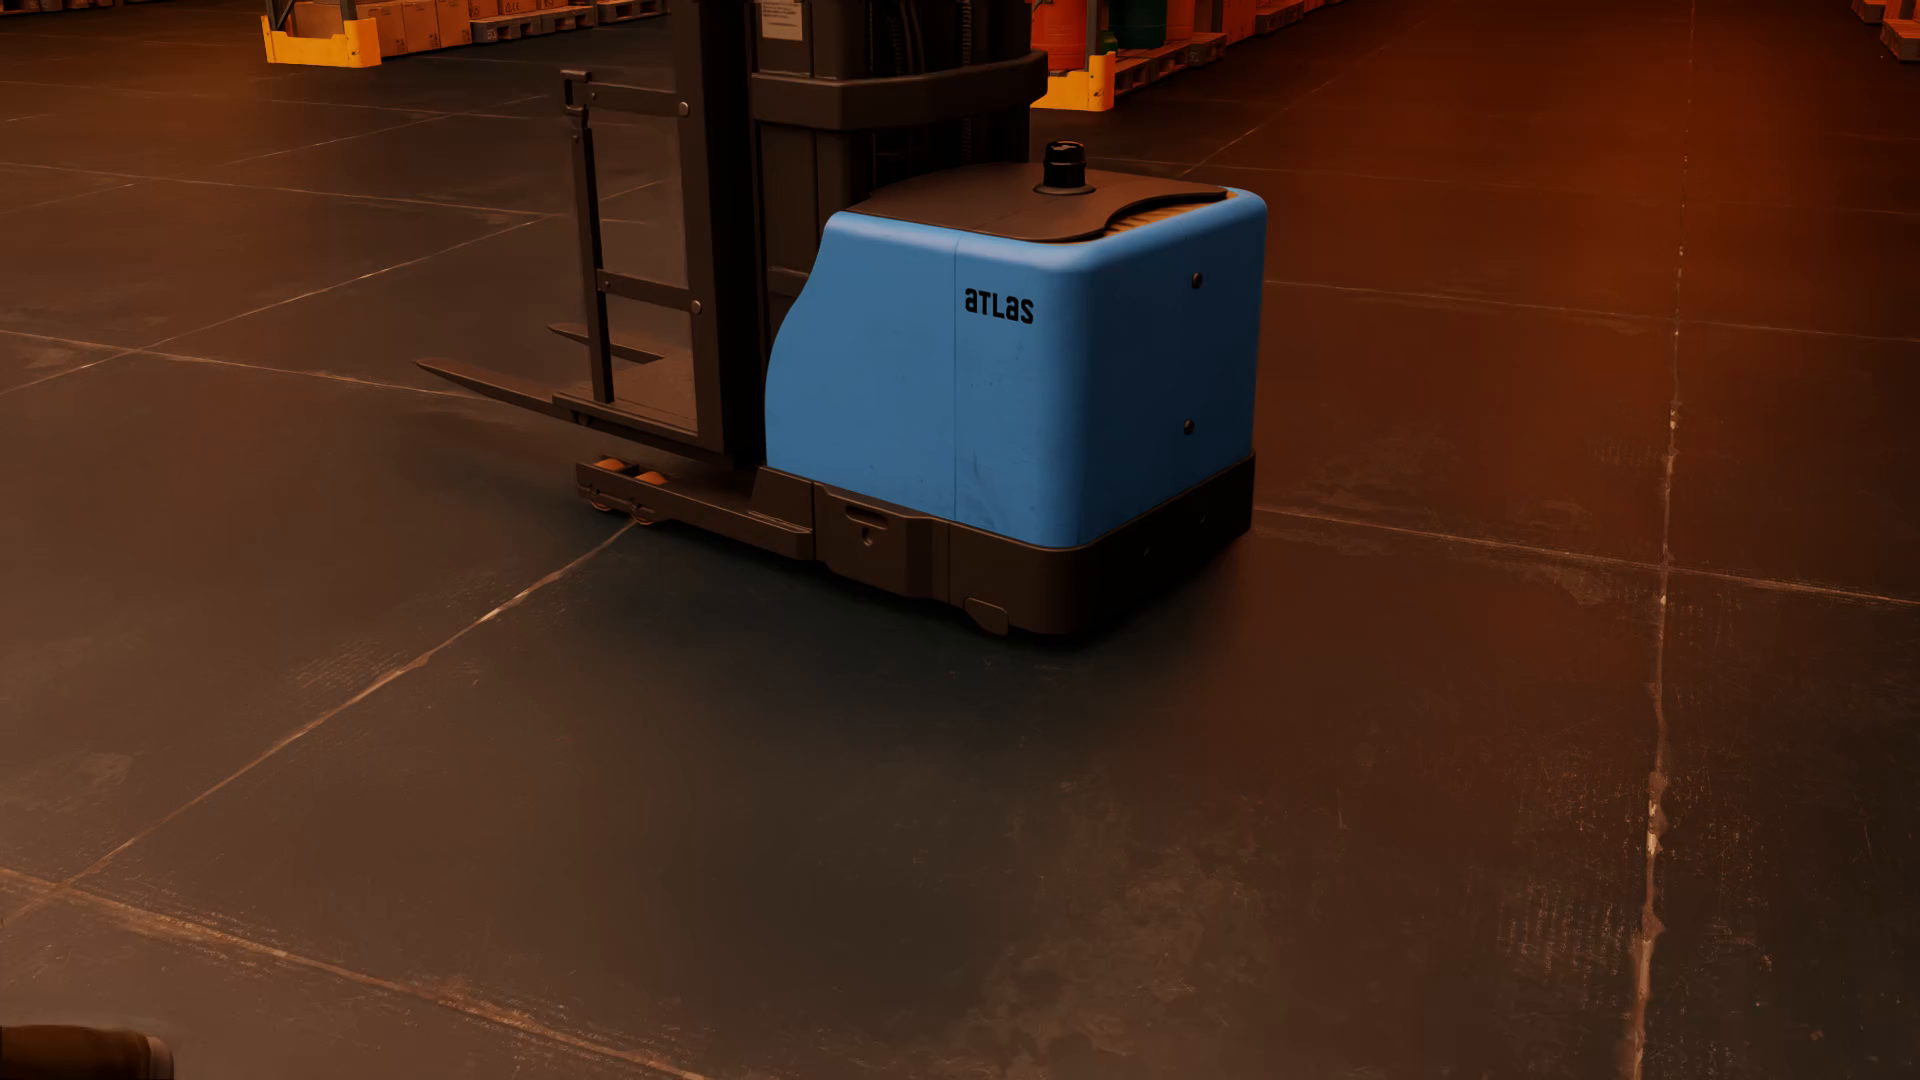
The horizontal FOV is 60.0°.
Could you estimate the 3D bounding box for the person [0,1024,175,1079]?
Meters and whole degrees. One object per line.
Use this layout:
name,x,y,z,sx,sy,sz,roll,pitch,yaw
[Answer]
person,-1.466,0.299,2.103,0.826,1.760,0.552,10,25,22

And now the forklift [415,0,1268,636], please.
forklift,-0.598,-1.540,4.978,3.031,2.935,1.130,17,28,35
